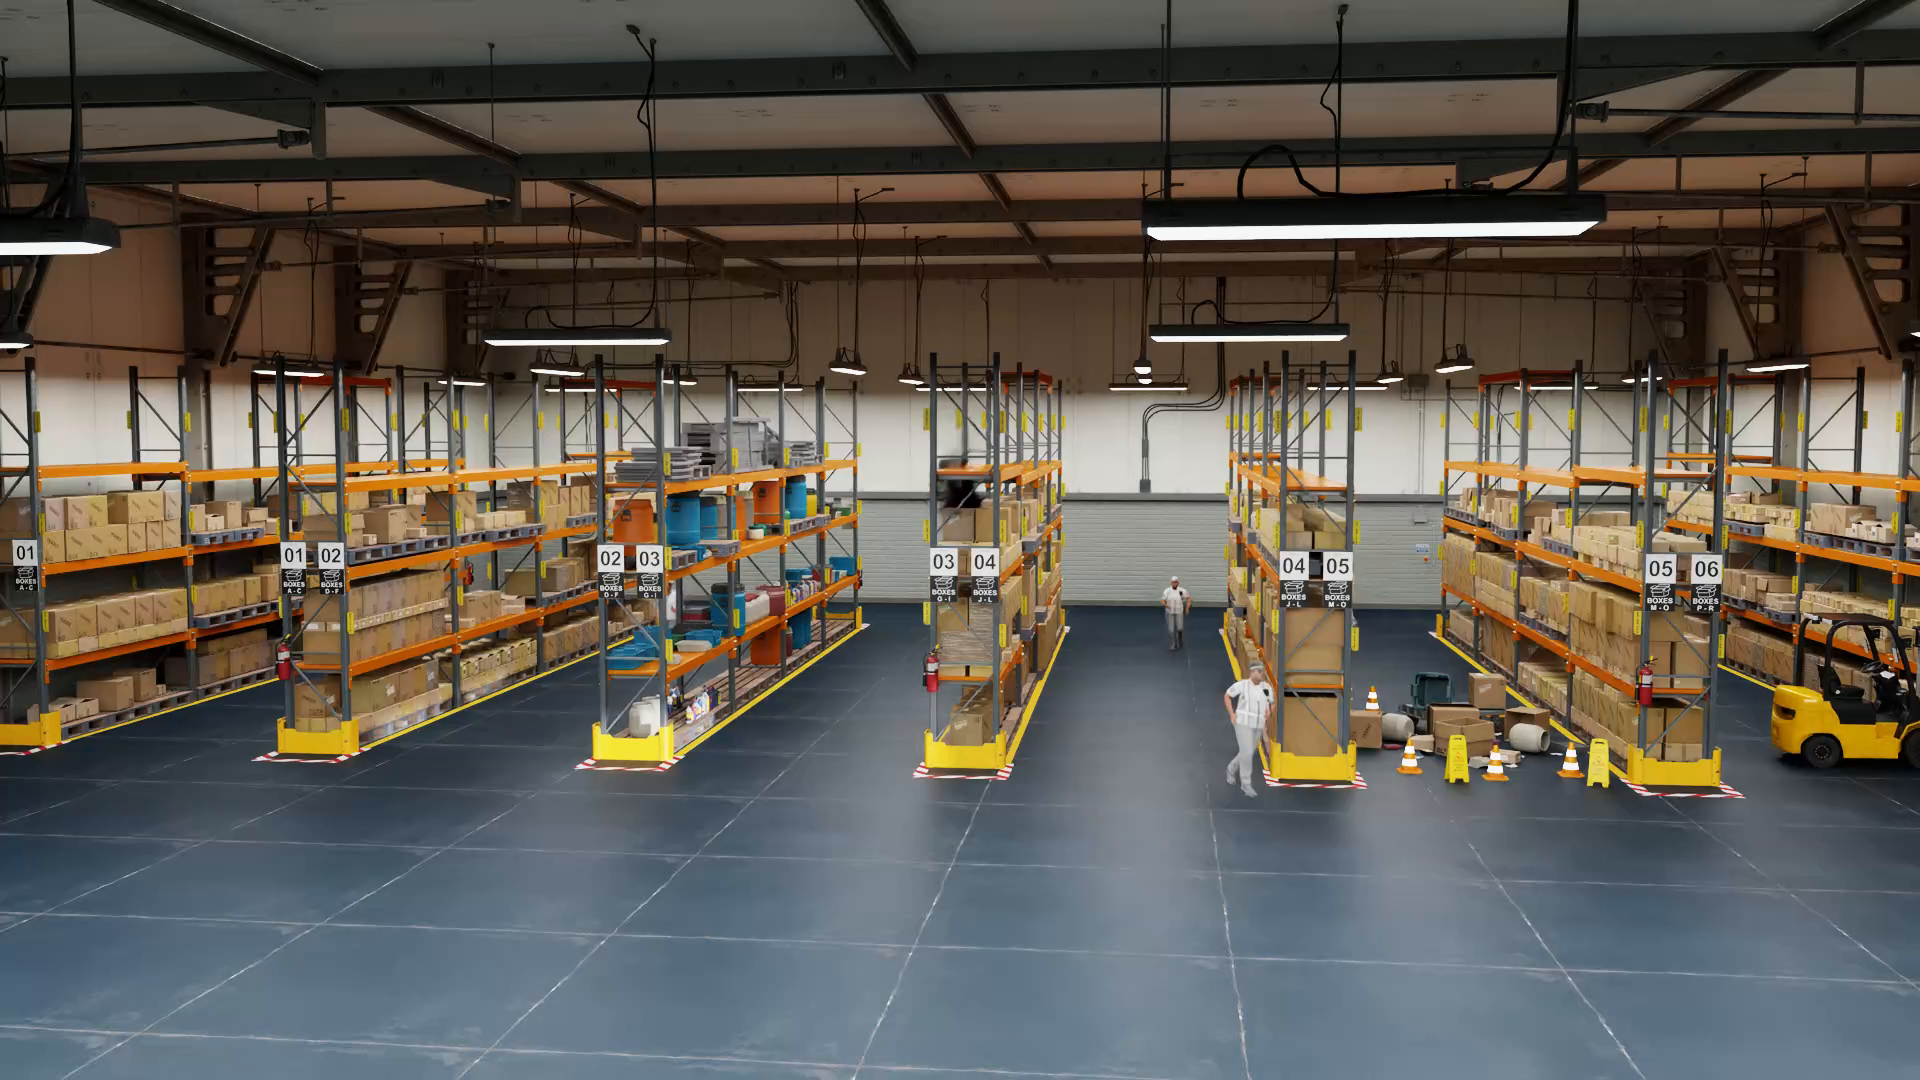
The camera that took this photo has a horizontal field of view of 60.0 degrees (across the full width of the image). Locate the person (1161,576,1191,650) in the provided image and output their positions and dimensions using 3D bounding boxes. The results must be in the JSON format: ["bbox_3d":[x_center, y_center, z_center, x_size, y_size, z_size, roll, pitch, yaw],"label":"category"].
[{"bbox_3d":[4.723,1.605,36.384,0.646,1.618,0.569,1,4,8],"label":"person"}]

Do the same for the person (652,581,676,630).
[{"bbox_3d":[-6.162,1.658,34.886,0.647,1.739,0.607,0,4,-2],"label":"person"}]

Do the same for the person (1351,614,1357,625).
[{"bbox_3d":[9.221,1.310,40.387,0.845,1.660,0.578,1,4,14],"label":"person"}]

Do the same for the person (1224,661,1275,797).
[{"bbox_3d":[3.971,2.530,22.650,0.670,1.791,0.847,-2,4,-24],"label":"person"}]
